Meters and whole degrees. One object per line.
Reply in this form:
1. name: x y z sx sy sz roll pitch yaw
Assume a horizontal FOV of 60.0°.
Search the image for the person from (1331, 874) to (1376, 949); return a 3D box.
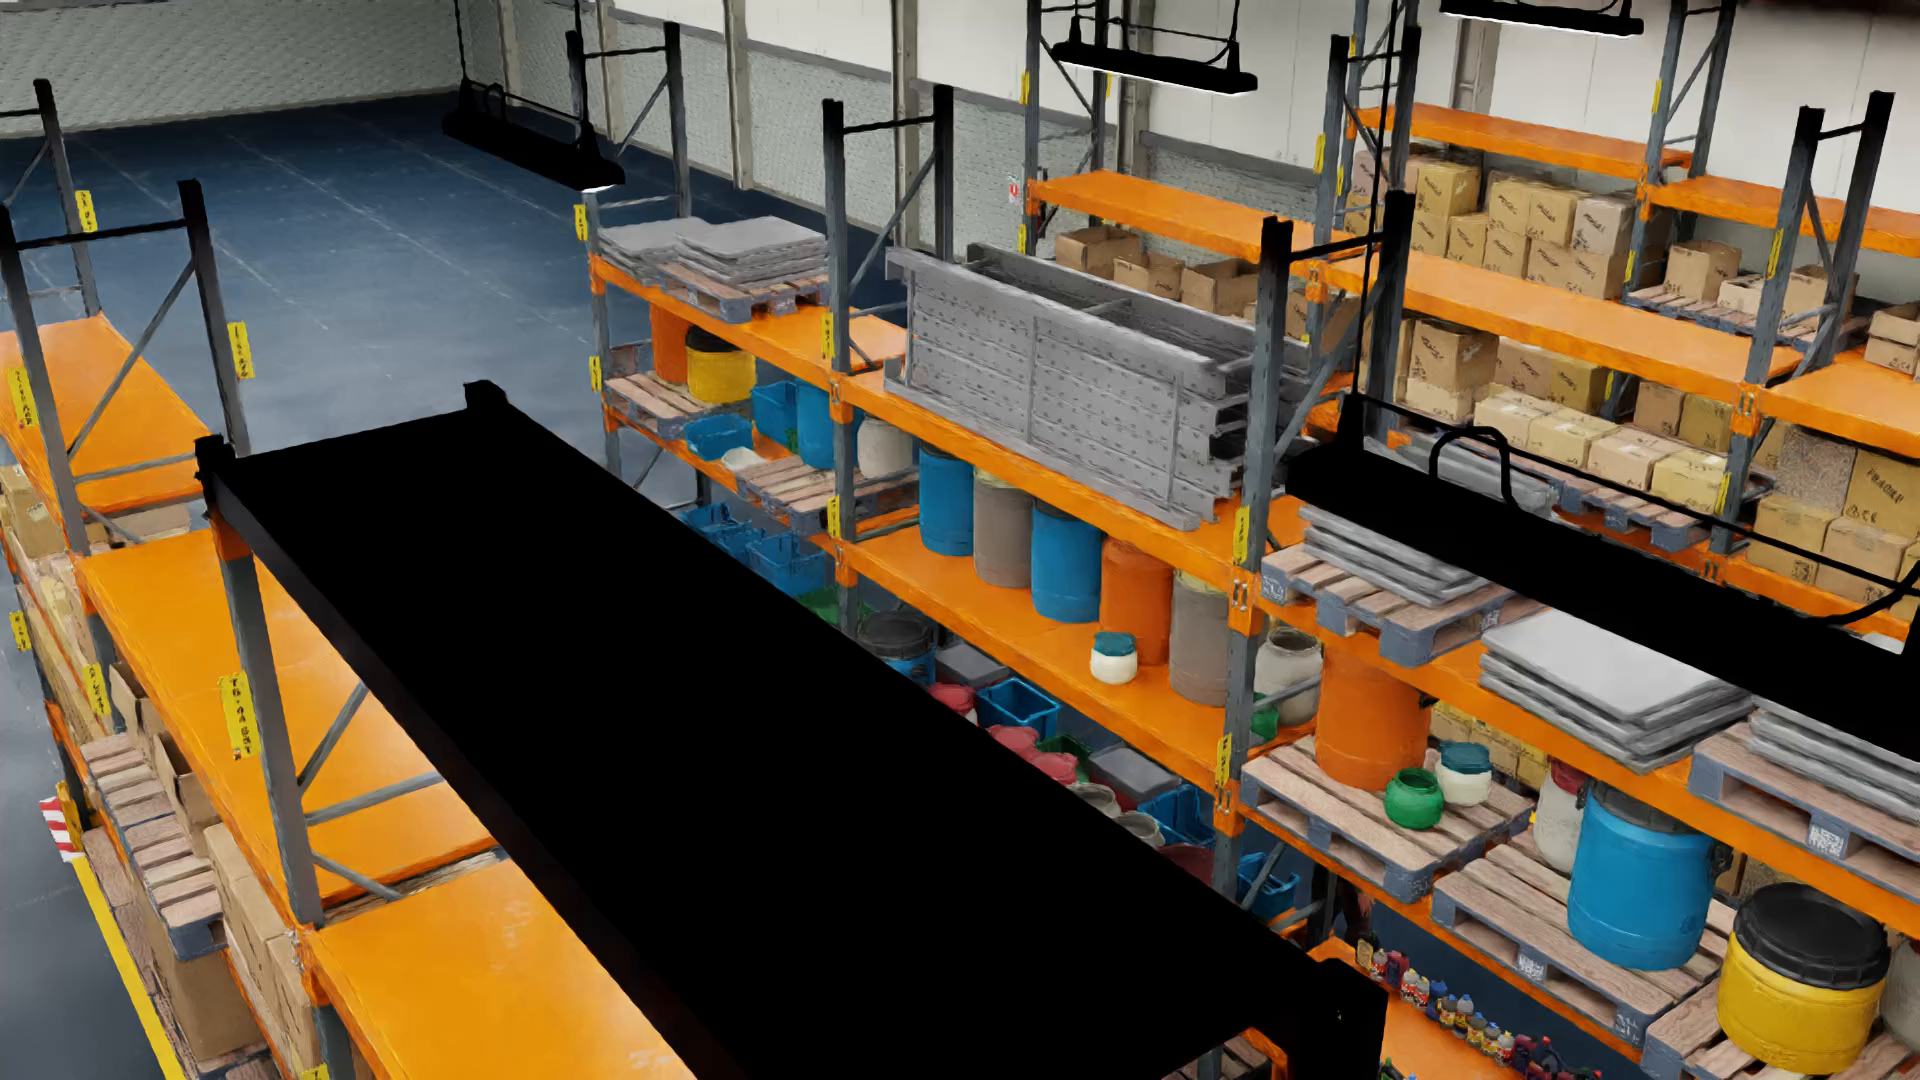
1. person: 2.818 2.369 11.785 0.576 1.709 0.626 -2 25 -4
